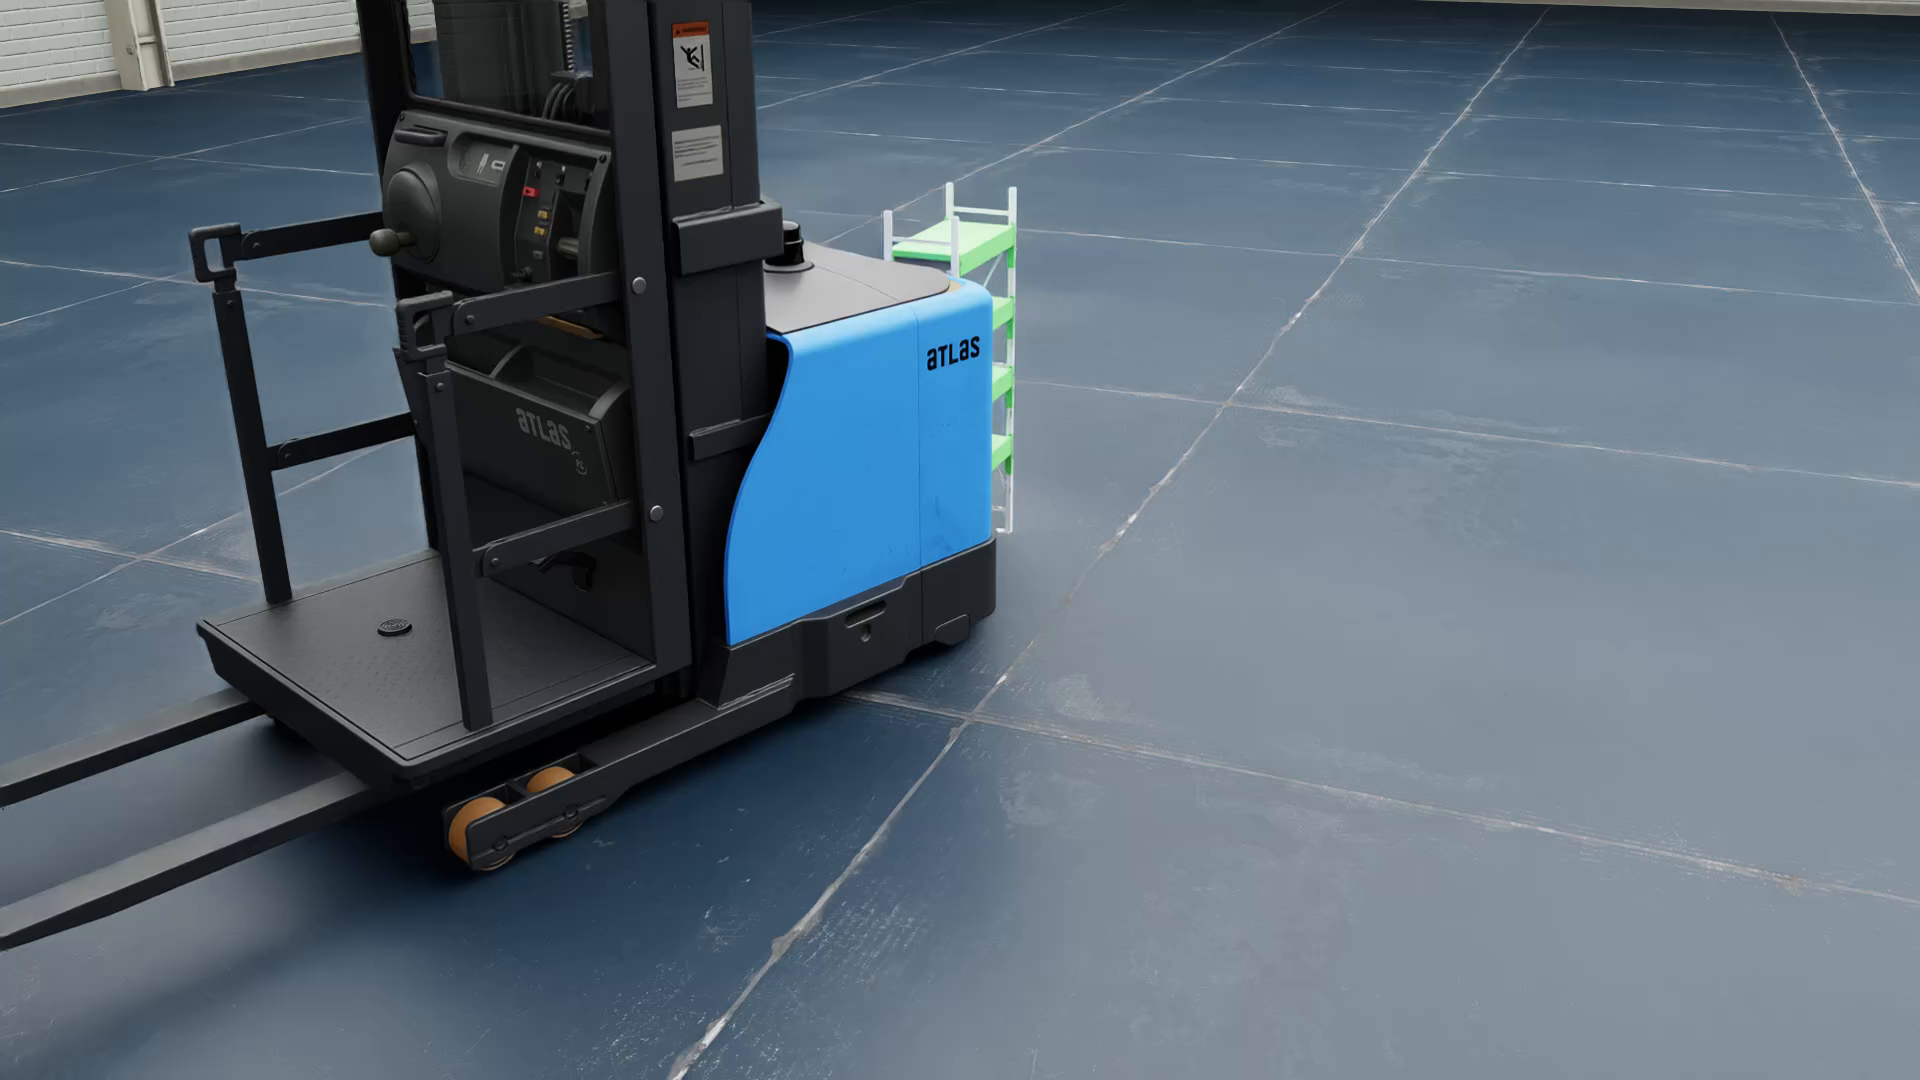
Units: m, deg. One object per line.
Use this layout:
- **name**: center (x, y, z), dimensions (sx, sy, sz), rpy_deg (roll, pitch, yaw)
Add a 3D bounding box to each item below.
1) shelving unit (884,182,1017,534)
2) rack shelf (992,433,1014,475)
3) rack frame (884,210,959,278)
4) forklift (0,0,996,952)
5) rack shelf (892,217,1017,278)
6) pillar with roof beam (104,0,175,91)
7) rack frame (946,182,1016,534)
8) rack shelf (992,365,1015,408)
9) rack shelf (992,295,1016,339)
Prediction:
- **shelving unit**: center (-0.024, -0.508, 5.411), dimensions (0.258, 1.200, 0.503), rpy_deg (9, 24, 20)
- **rack shelf**: center (-0.024, -0.228, 5.528), dimensions (0.258, 0.148, 0.480), rpy_deg (9, 24, 20)
- **rack frame**: center (-0.116, -0.421, 5.202), dimensions (0.240, 1.200, 0.015), rpy_deg (9, 24, 20)
- **forklift**: center (-1.274, -0.802, 3.867), dimensions (1.130, 2.935, 3.031), rpy_deg (20, 30, 40)
- **rack shelf**: center (-0.024, -0.892, 5.250), dimensions (0.258, 0.148, 0.480), rpy_deg (9, 24, 20)
- **pillar with roof beam**: center (-4.065, -8.028, 13.295), dimensions (9.100, 9.000, 0.400), rpy_deg (9, 24, 20)
- **rack frame**: center (0.068, -0.596, 5.619), dimensions (0.240, 1.200, 0.015), rpy_deg (9, 24, 20)
- **rack shelf**: center (-0.024, -0.450, 5.435), dimensions (0.258, 0.148, 0.480), rpy_deg (9, 24, 20)
- **rack shelf**: center (-0.024, -0.671, 5.343), dimensions (0.258, 0.148, 0.480), rpy_deg (9, 24, 20)
